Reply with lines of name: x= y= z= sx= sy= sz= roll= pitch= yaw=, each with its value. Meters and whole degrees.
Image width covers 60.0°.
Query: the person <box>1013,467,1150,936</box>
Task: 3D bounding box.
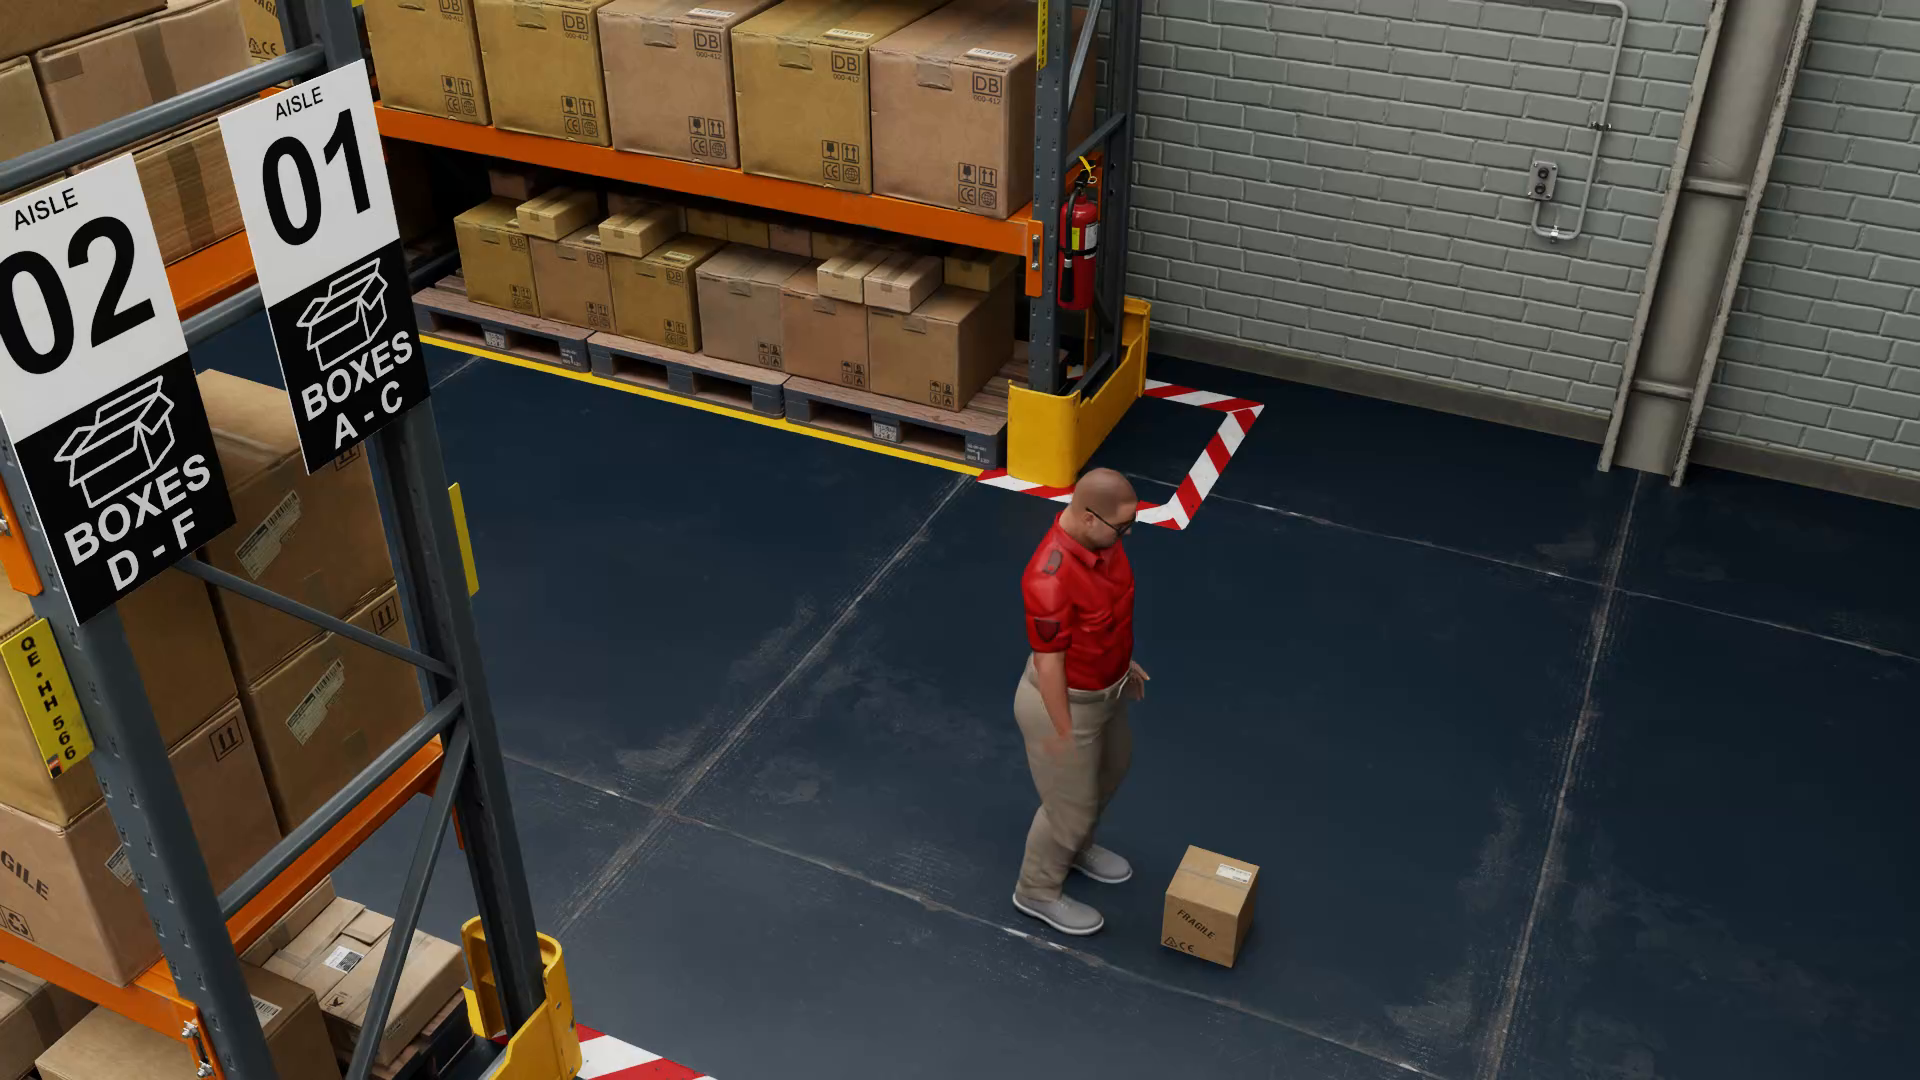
person: x=0.396 y=0.505 z=5.419 sx=0.365 sy=1.715 sz=0.538 roll=15 pitch=36 yaw=21
